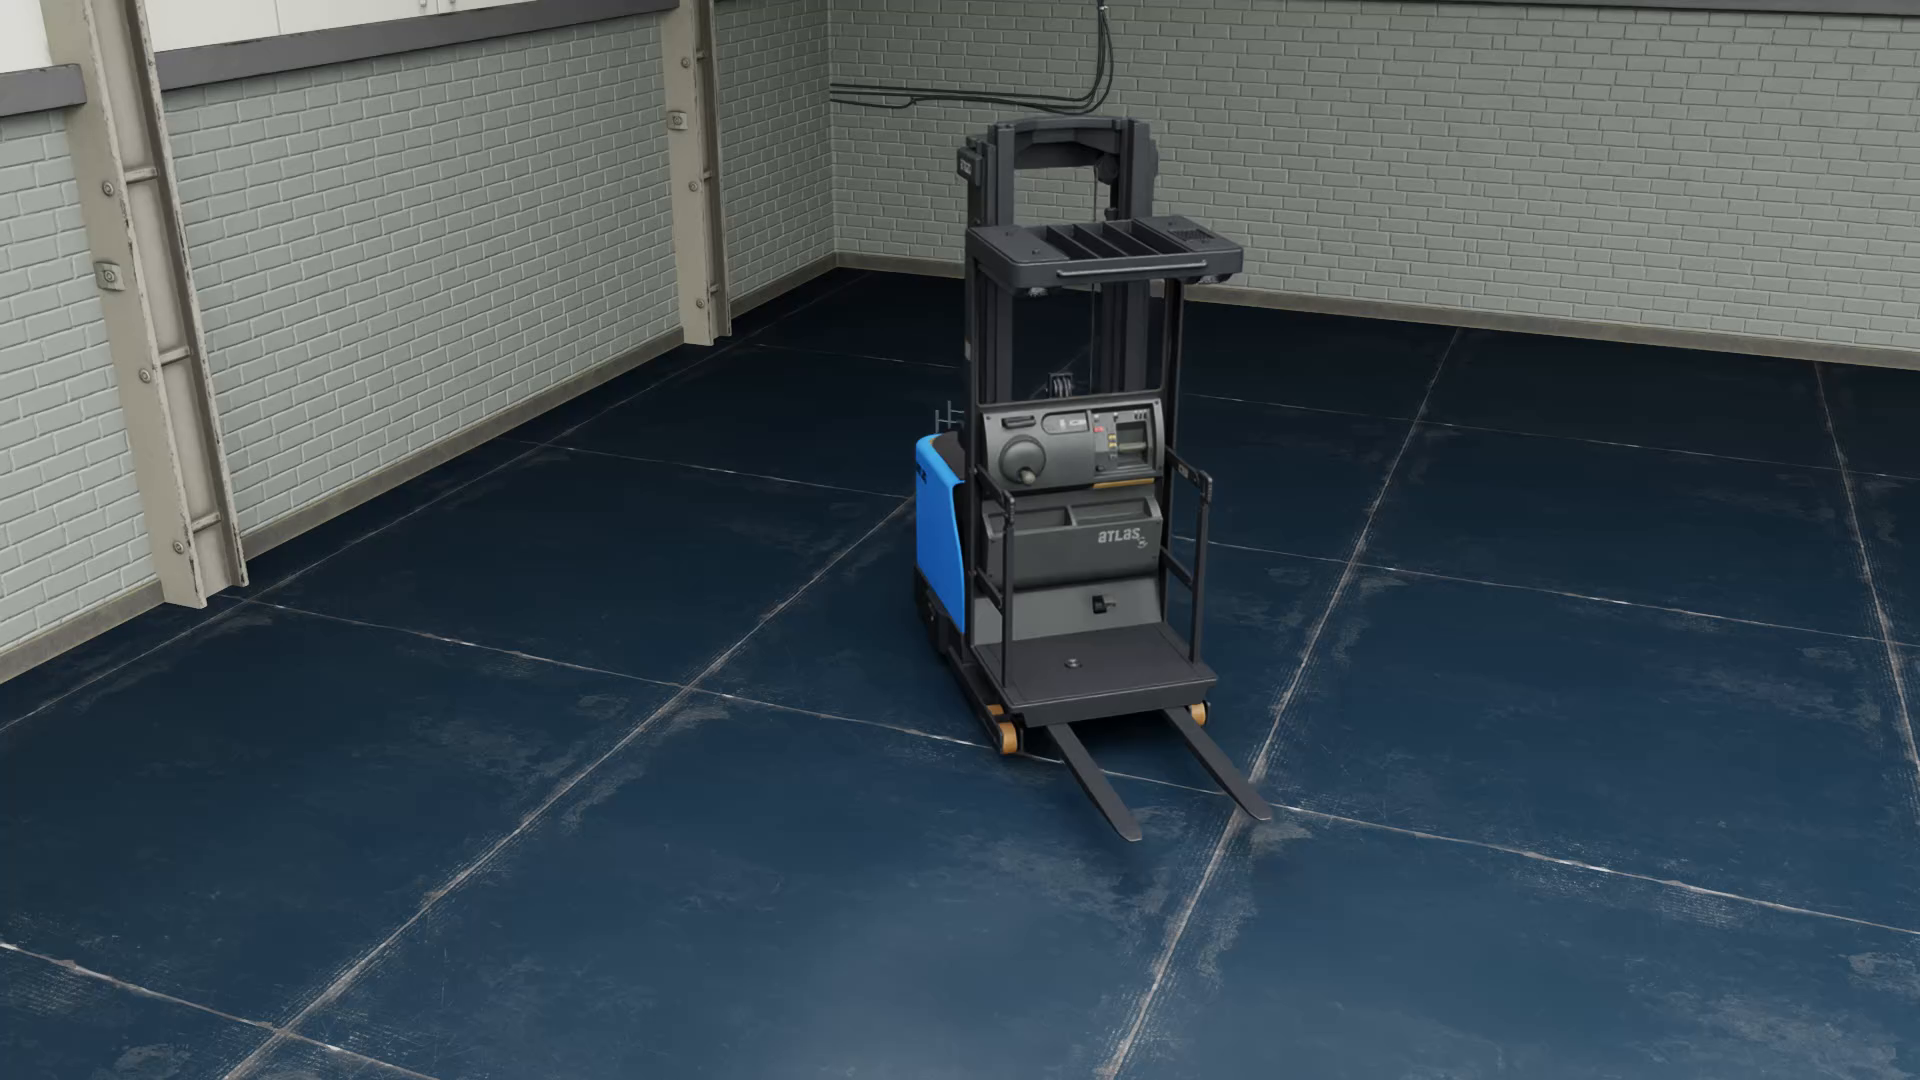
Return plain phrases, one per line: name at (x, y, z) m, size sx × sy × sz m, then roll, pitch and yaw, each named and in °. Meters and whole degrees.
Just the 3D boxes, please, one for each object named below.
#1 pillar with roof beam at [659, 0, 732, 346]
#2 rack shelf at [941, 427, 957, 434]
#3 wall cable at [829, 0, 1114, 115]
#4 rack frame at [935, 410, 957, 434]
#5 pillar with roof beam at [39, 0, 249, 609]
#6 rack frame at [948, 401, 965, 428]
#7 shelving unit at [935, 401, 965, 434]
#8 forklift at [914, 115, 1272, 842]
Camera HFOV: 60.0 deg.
pillar with roof beam at (1.691, -5.370, 11.932) m, size 9.100 × 9.000 × 0.400 m, roll 9°, pitch 24°, yaw 20°
rack shelf at (-0.003, -0.631, 10.478) m, size 0.258 × 0.077 × 0.200 m, roll 9°, pitch 24°, yaw 20°
wall cable at (0.016, -5.419, 16.076) m, size 3.097 × 2.526 × 0.112 m, roll 9°, pitch 24°, yaw 20°
rack frame at (-0.041, -0.376, 10.483) m, size 0.240 × 0.900 × 0.006 m, roll 9°, pitch 24°, yaw 20°
pillar with roof beam at (-0.538, -3.223, 6.791) m, size 9.100 × 9.000 × 0.400 m, roll 9°, pitch 24°, yaw 20°
rack frame at (0.035, -0.449, 10.657) m, size 0.240 × 0.900 × 0.006 m, roll 9°, pitch 24°, yaw 20°
shelving unit at (-0.003, -0.412, 10.570) m, size 0.258 × 0.900 × 0.210 m, roll 9°, pitch 24°, yaw 20°
forklift at (0.629, -0.458, 8.043) m, size 1.130 × 2.935 × 3.031 m, roll -6°, pitch 23°, yaw -15°
